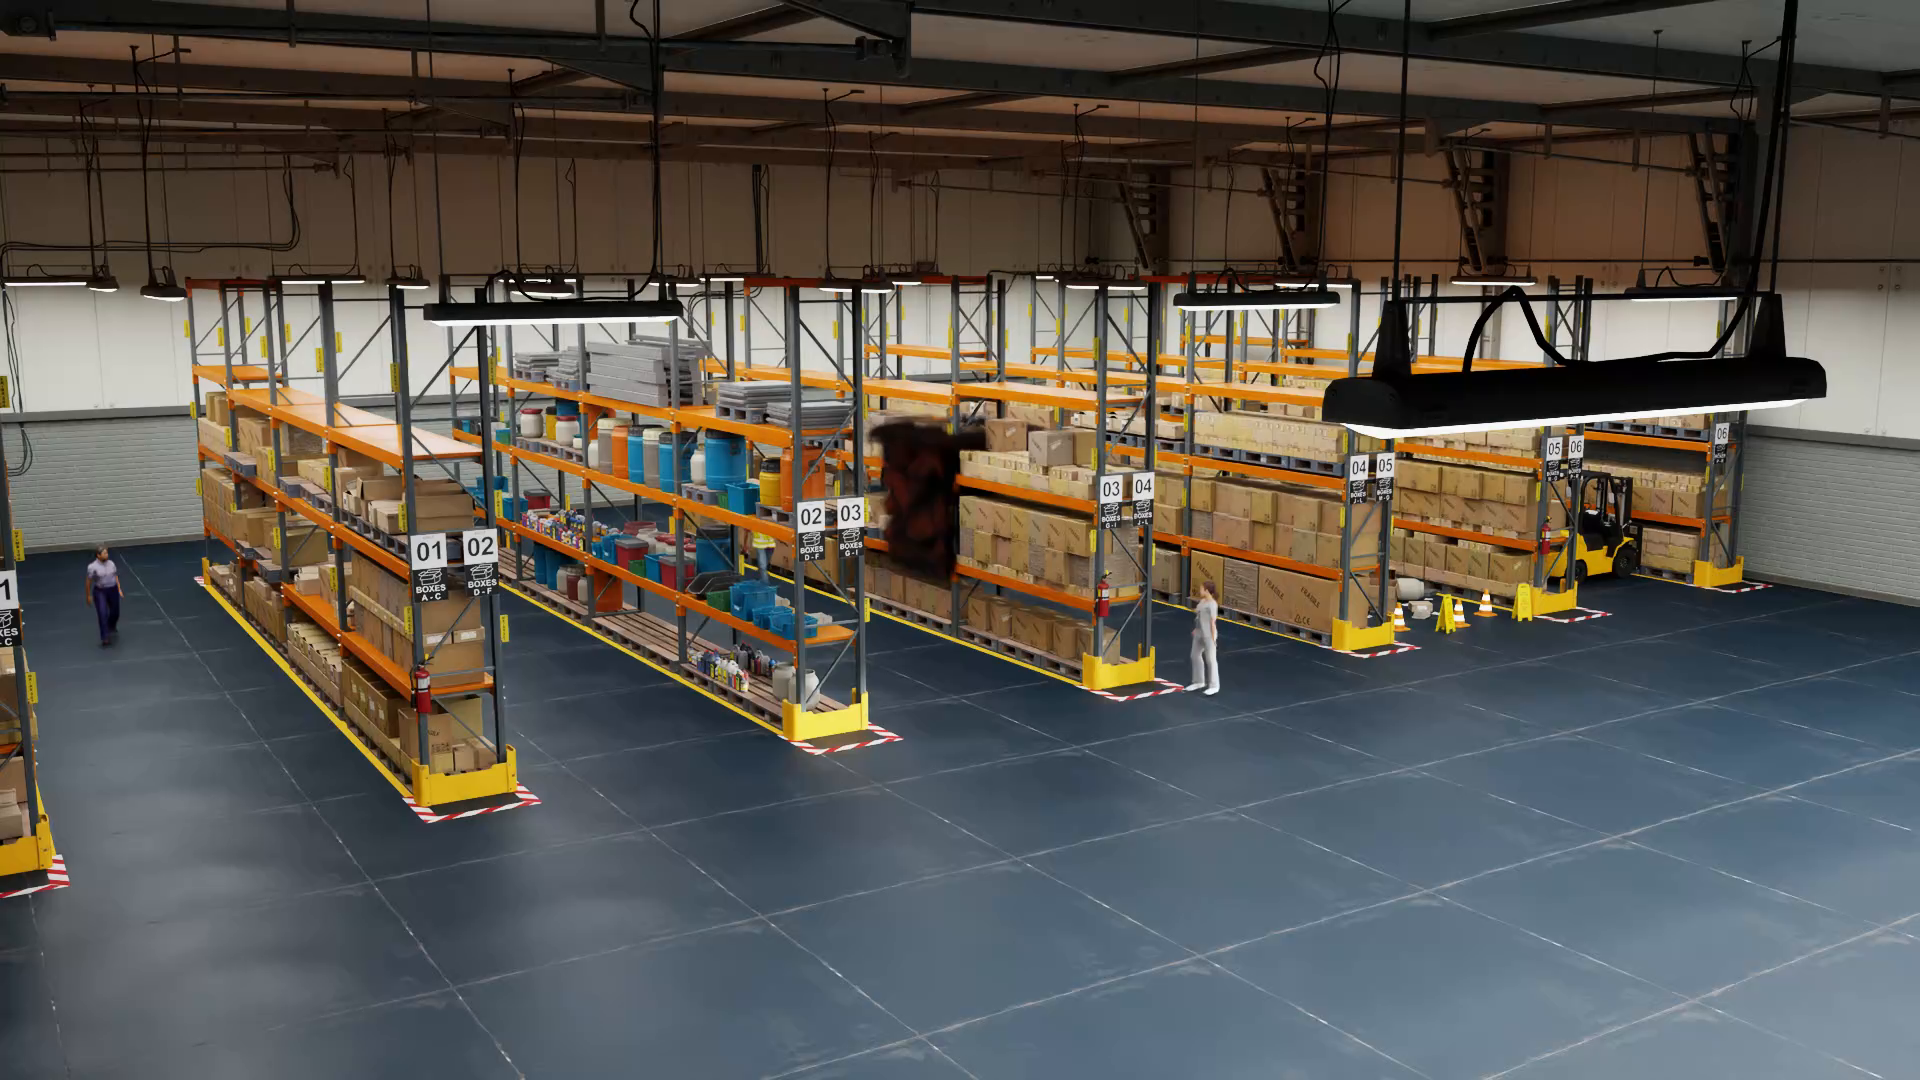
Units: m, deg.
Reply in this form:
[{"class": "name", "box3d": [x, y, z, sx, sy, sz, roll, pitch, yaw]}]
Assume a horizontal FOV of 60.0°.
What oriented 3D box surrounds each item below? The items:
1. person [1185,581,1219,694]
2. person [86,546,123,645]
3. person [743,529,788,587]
[{"class": "person", "box3d": [3.598, 1.426, 24.511, 0.373, 1.710, 0.573, -5, 11, -26]}, {"class": "person", "box3d": [-14.354, 0.890, 27.870, 0.550, 1.600, 0.952, -7, 12, -37]}, {"class": "person", "box3d": [-3.557, 0.156, 30.222, 0.731, 1.755, 0.976, -6, 11, -33]}]
